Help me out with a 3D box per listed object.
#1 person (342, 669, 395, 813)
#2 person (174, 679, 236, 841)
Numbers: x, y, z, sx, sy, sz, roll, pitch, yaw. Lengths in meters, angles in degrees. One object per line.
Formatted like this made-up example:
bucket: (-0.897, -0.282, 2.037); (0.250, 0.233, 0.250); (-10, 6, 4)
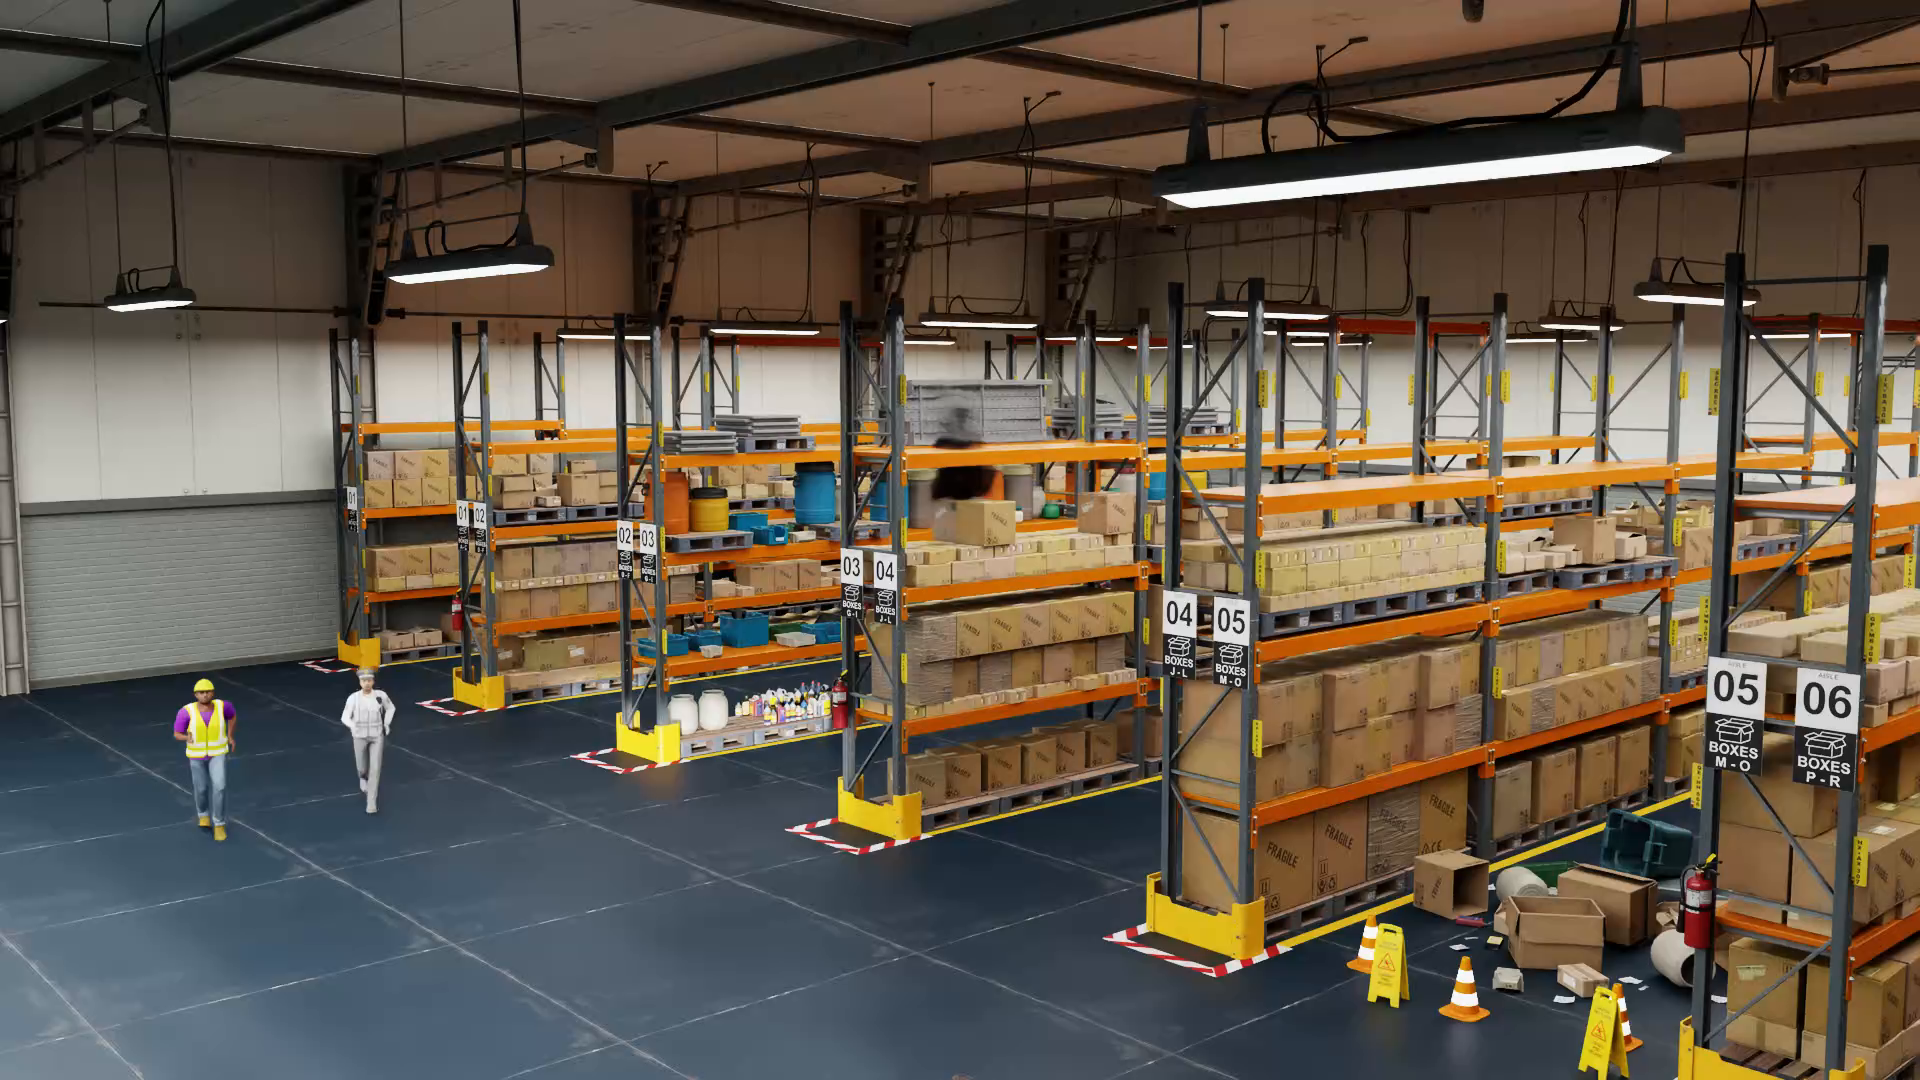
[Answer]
person: (-7.100, 2.360, 19.903); (0.553, 1.681, 0.870); (-2, 6, -21)
person: (-8.461, 2.455, 18.675); (0.643, 1.828, 0.821); (-2, 6, -23)
